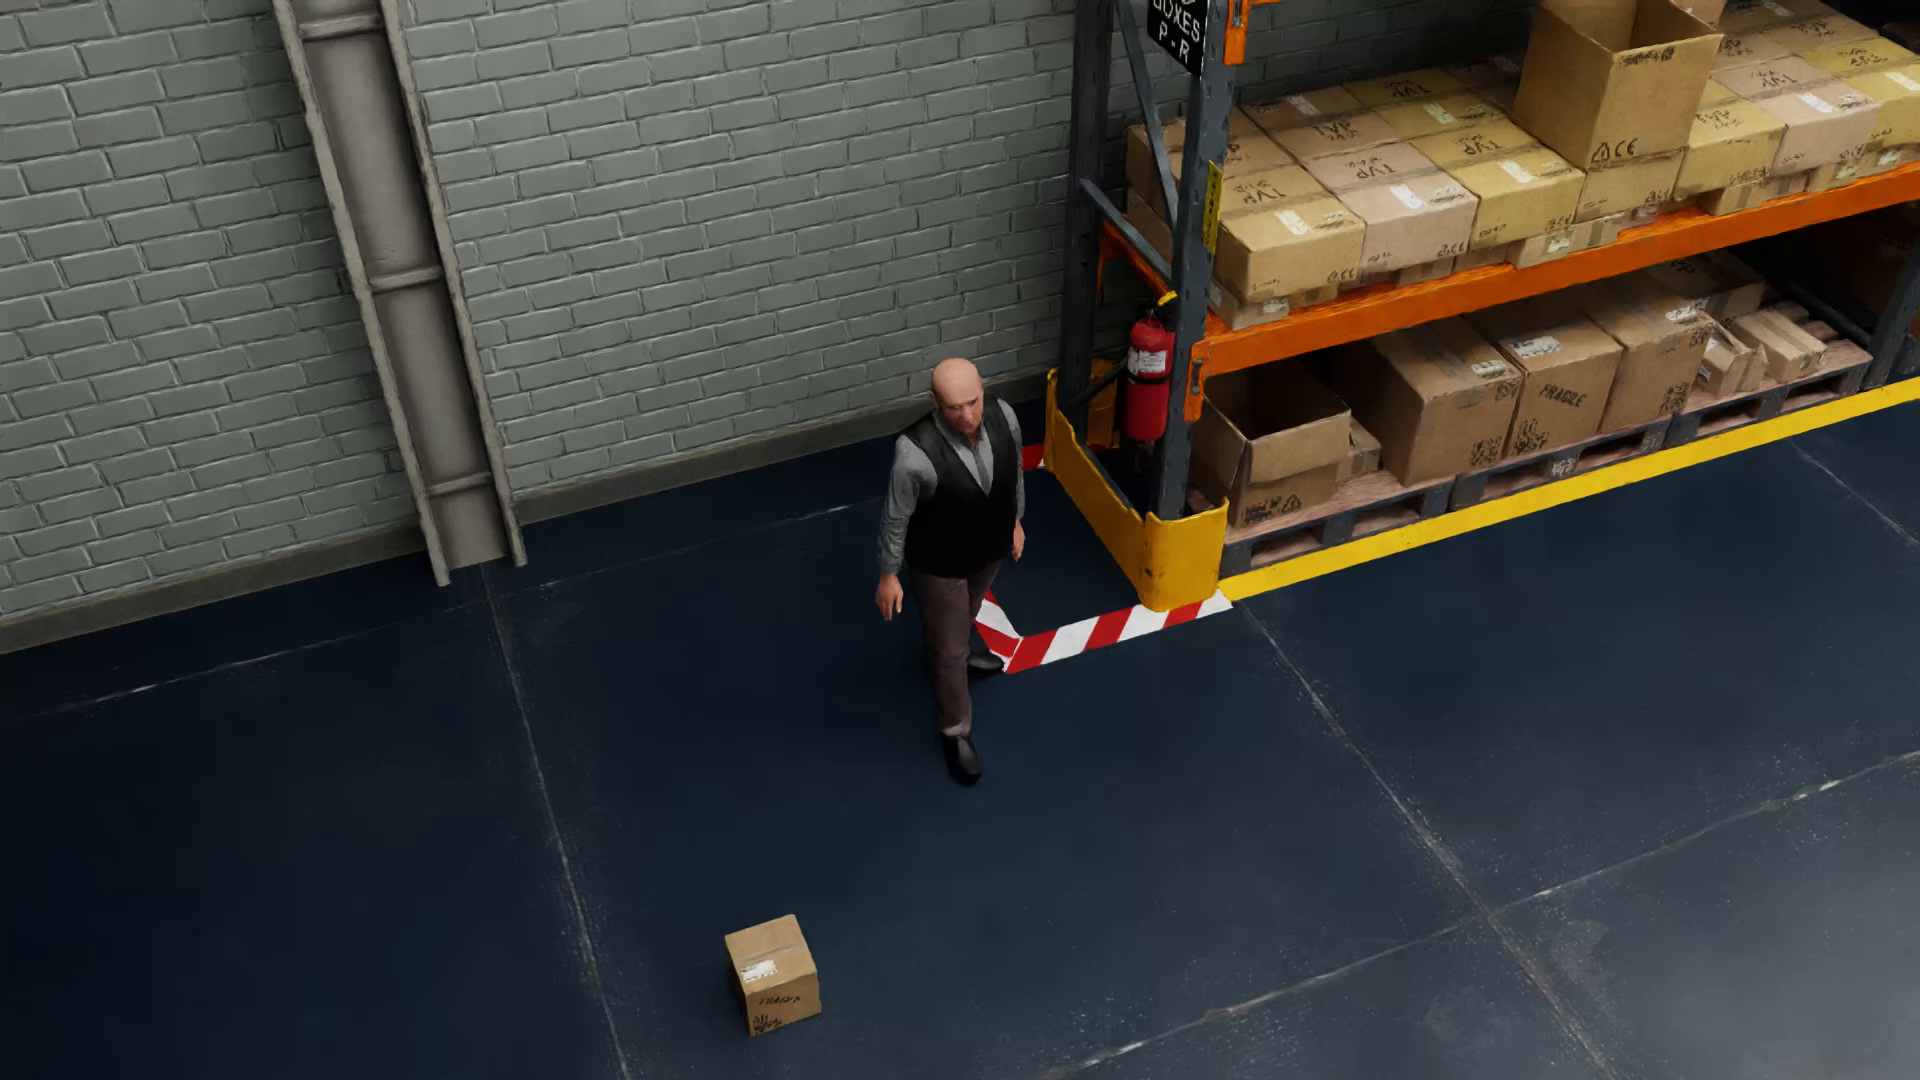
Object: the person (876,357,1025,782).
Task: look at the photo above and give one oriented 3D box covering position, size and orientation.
[{"bbox_3d":[-0.004,0.074,6.085,0.655,1.722,0.630,-30,49,-29],"label":"person"}]
